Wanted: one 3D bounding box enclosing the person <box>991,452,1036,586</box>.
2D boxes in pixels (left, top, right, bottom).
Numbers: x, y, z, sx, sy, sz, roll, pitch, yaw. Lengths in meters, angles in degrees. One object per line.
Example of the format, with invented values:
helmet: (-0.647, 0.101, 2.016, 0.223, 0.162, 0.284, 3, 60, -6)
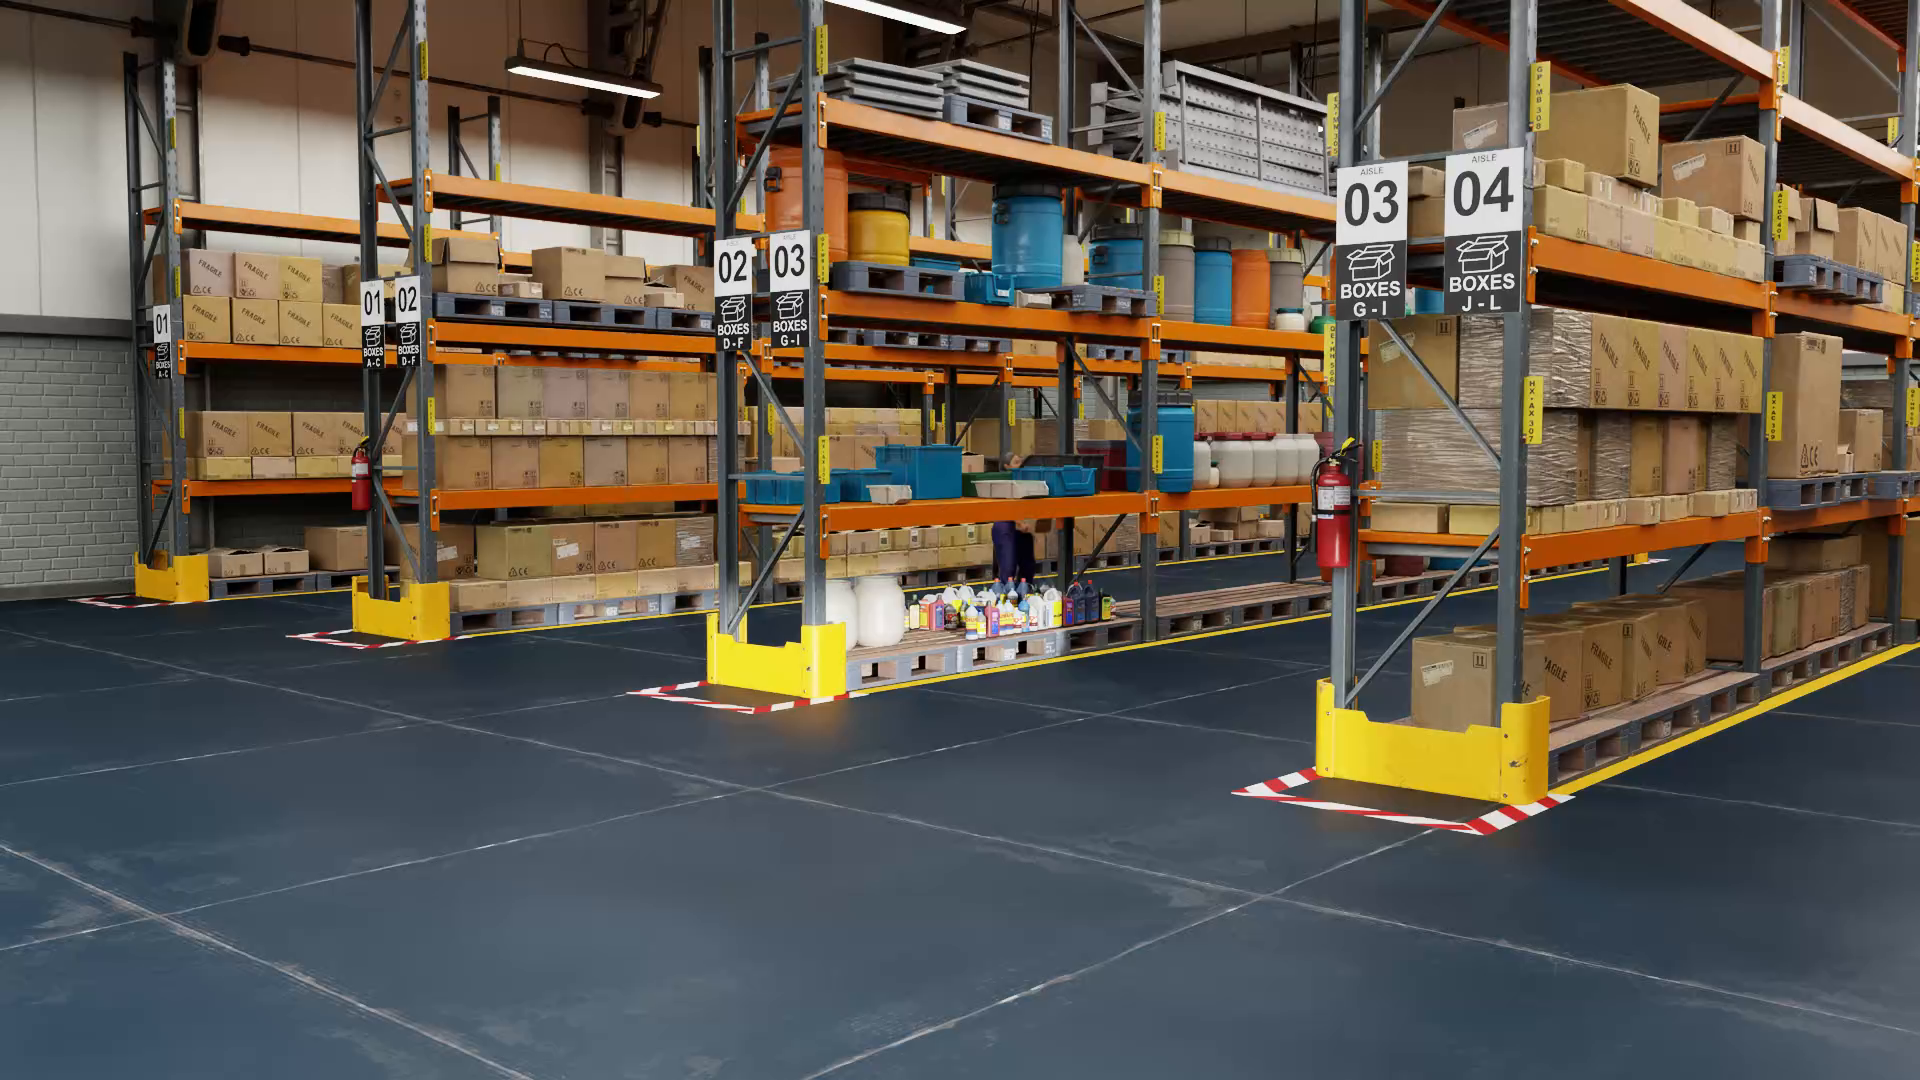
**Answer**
person: (0.593, -0.046, 16.424, 0.517, 1.637, 0.453, 3, 5, 42)
